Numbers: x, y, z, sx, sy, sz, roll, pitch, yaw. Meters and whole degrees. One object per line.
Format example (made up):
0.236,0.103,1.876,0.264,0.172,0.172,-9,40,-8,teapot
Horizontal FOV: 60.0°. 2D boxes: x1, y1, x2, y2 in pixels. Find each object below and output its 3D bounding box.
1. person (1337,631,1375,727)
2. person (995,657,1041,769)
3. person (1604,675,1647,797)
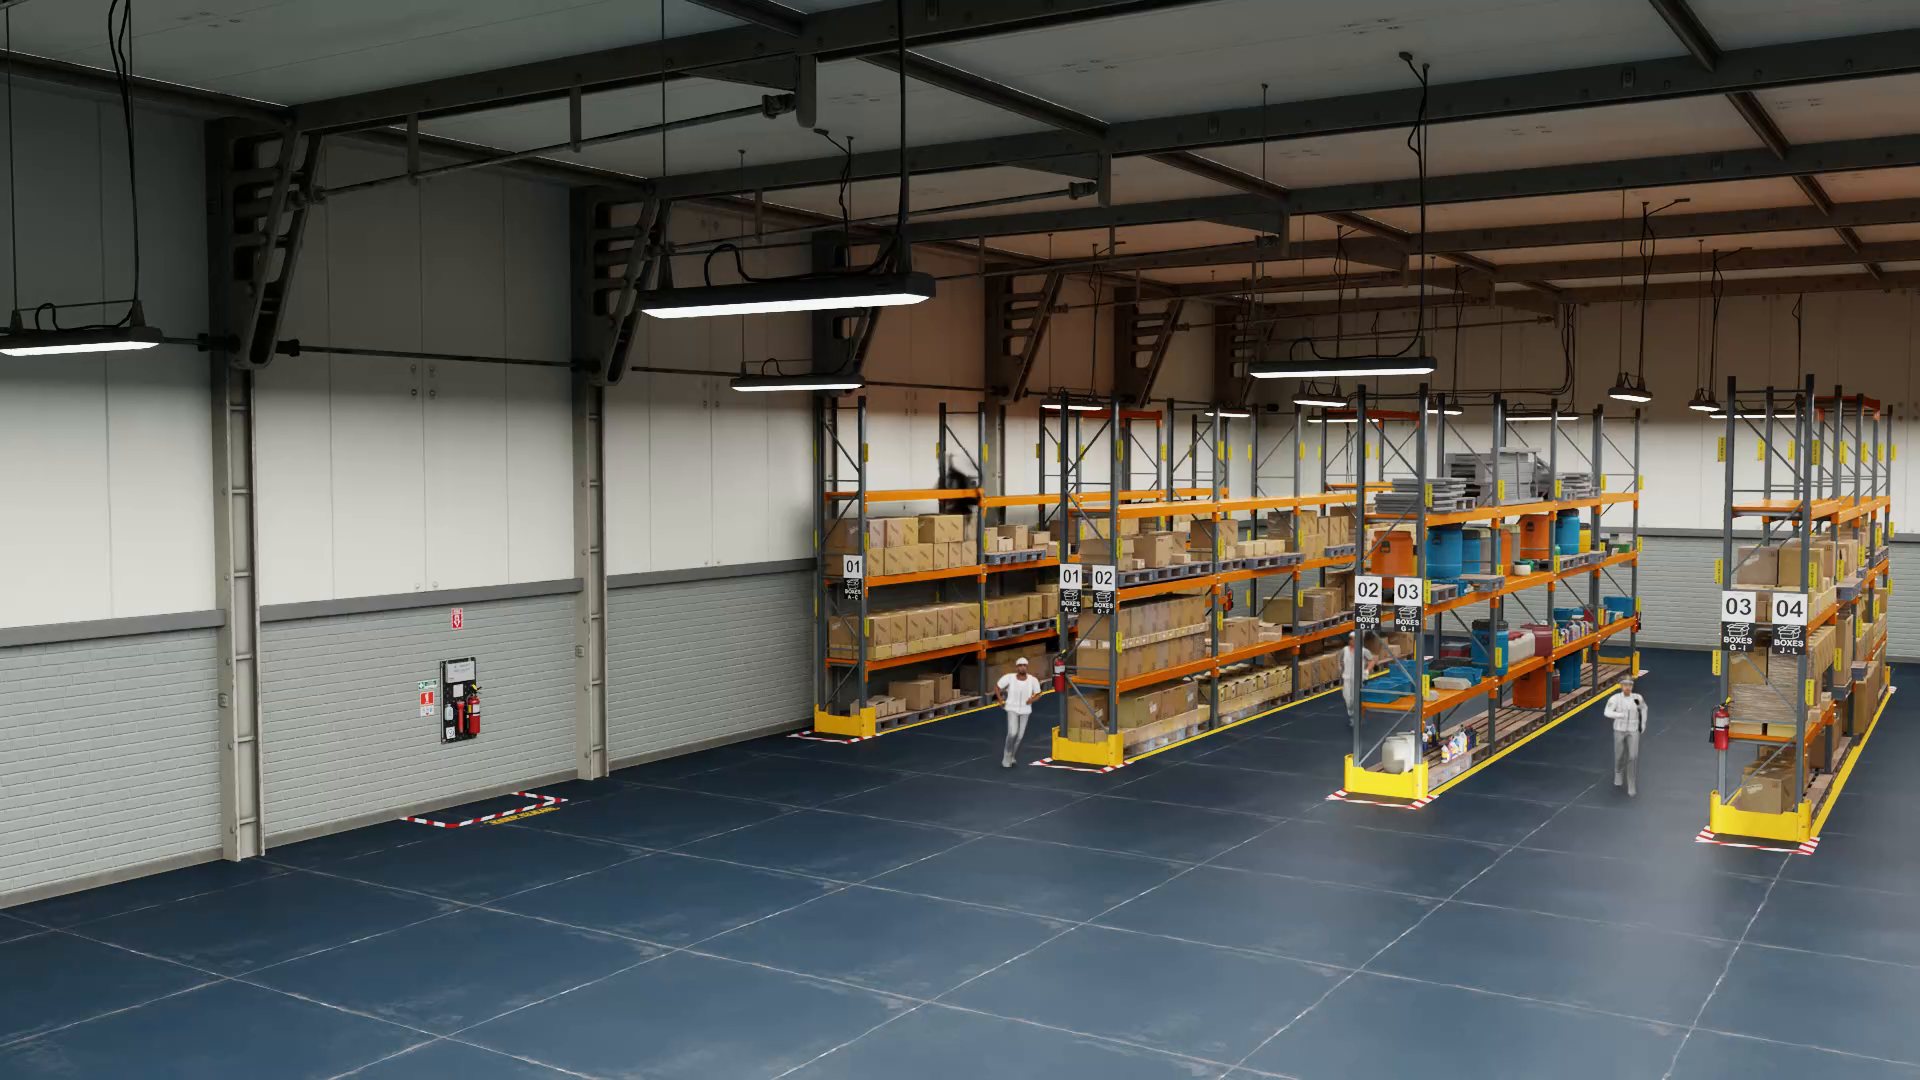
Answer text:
7.102,2.536,30.035,0.639,1.759,0.612,2,3,27,person
0.941,2.744,26.451,0.725,1.764,0.623,0,3,-9,person
9.836,2.858,24.576,0.612,1.742,0.805,1,3,17,person
